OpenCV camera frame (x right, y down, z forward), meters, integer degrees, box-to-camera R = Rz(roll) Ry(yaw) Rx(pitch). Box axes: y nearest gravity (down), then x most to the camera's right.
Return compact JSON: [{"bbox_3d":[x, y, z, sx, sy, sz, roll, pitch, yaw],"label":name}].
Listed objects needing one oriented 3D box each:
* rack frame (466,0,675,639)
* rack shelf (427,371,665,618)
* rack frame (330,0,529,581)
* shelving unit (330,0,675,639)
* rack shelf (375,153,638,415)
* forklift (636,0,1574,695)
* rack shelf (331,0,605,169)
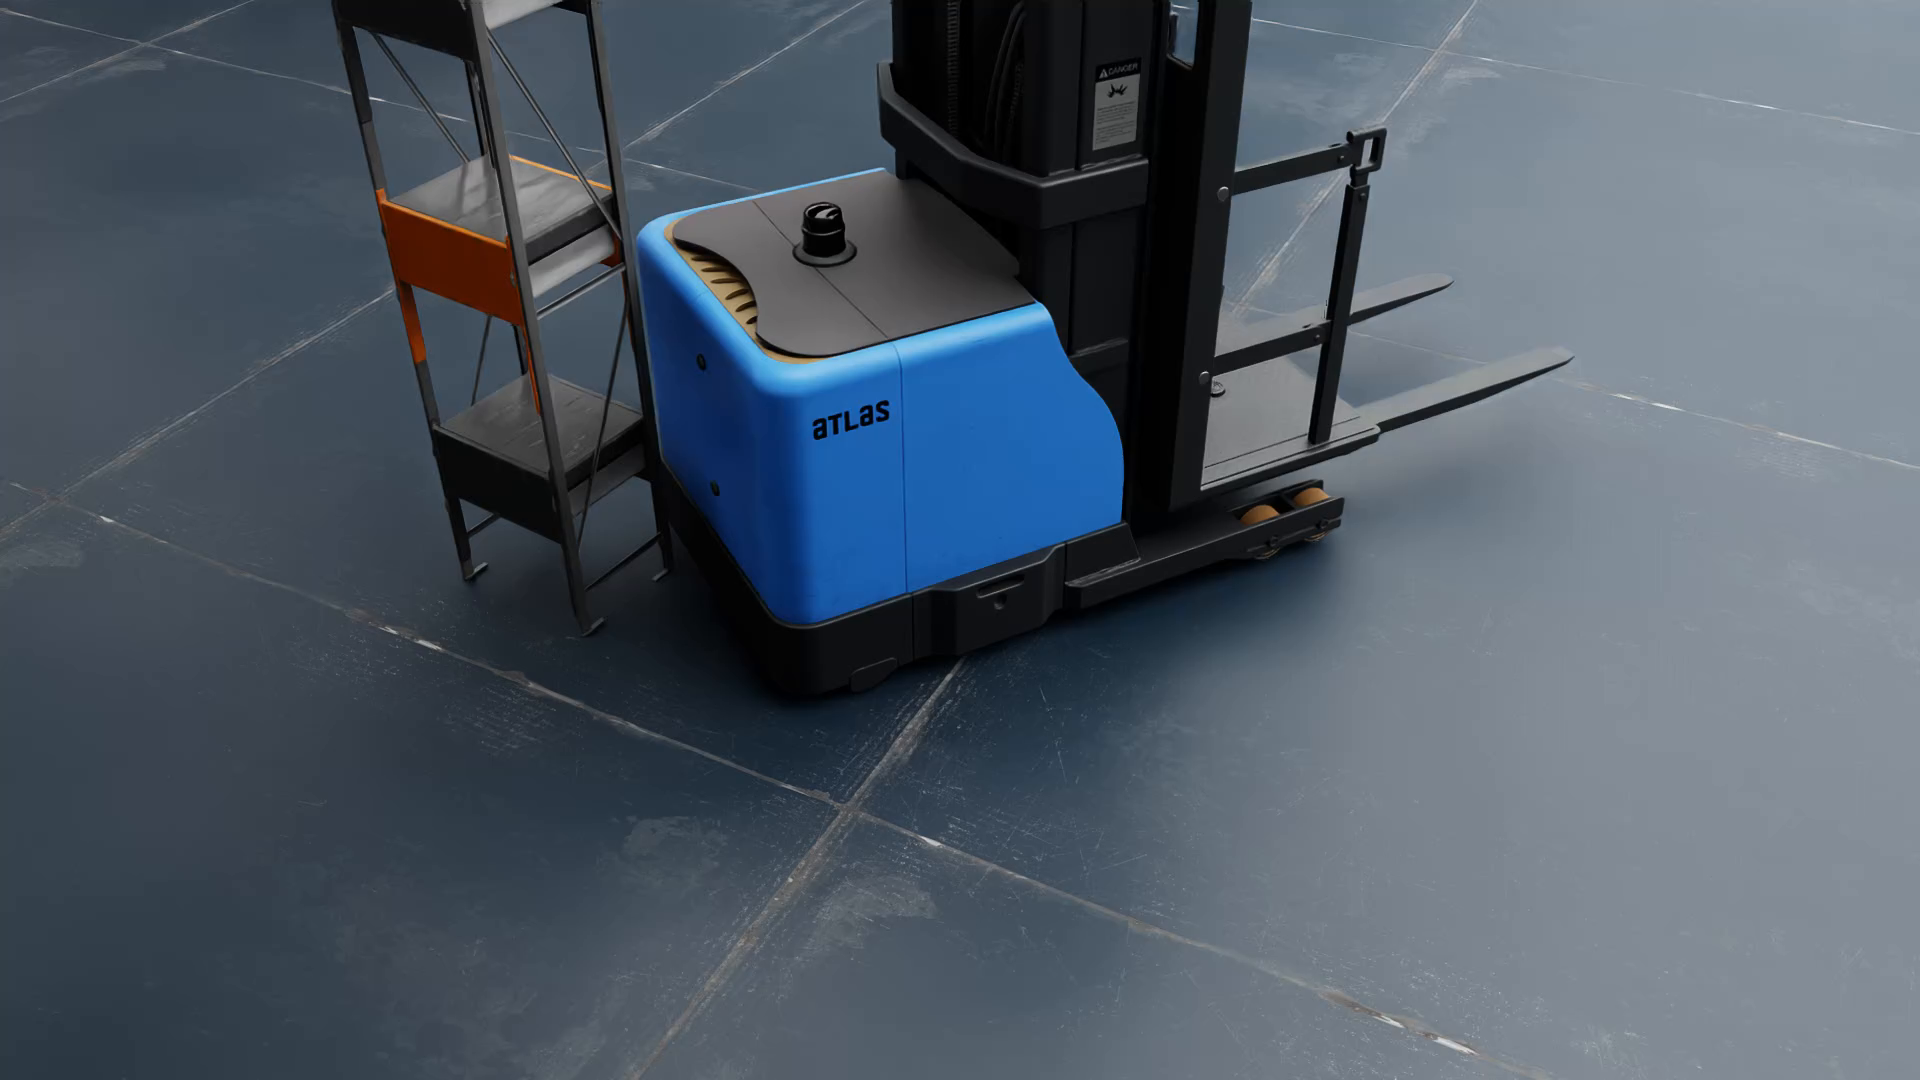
[{"bbox_3d":[-0.996,-0.650,4.370,0.015,2.100,0.400,22,42,26],"label":"rack frame"},{"bbox_3d":[-1.200,-0.163,4.908,0.480,0.518,0.431,22,42,26],"label":"rack shelf"},{"bbox_3d":[-1.403,-0.813,4.584,0.015,2.100,0.400,22,42,26],"label":"rack frame"},{"bbox_3d":[-1.200,-0.731,4.477,0.503,2.100,0.431,22,42,26],"label":"shelving unit"},{"bbox_3d":[-1.200,-0.721,4.485,0.480,0.518,0.431,22,42,26],"label":"rack shelf"},{"bbox_3d":[0.624,-1.372,4.633,3.031,2.935,1.130,-18,41,-22],"label":"forklift"},{"bbox_3d":[-1.200,-1.278,4.062,0.480,0.518,0.431,22,42,26],"label":"rack shelf"}]
